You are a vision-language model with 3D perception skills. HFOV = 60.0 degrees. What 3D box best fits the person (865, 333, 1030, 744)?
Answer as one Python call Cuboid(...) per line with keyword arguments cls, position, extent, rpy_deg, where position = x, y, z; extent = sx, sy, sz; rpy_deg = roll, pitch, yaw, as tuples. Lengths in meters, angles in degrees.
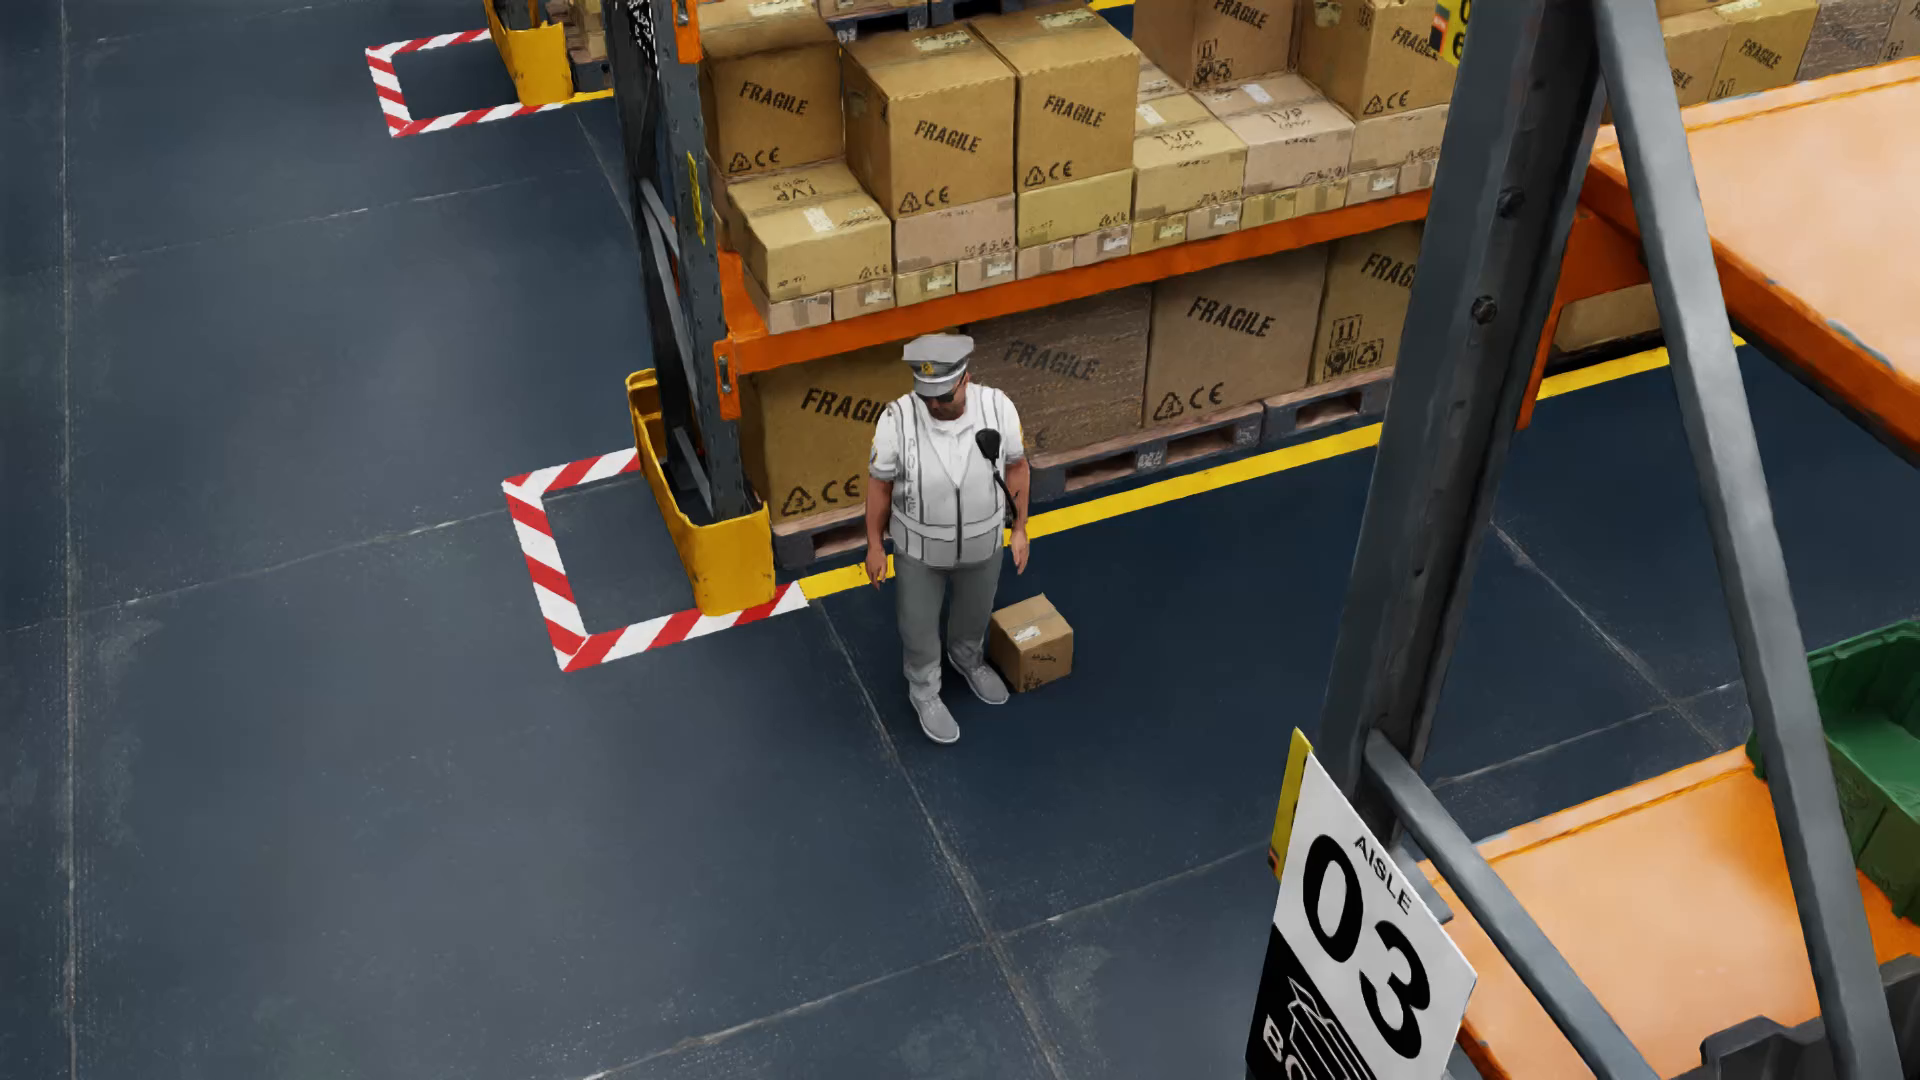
Cuboid(cls="person", position=(-0.047, 0.002, 6.149), extent=(0.619, 1.780, 0.480), rpy_deg=(-8, 42, -9))
